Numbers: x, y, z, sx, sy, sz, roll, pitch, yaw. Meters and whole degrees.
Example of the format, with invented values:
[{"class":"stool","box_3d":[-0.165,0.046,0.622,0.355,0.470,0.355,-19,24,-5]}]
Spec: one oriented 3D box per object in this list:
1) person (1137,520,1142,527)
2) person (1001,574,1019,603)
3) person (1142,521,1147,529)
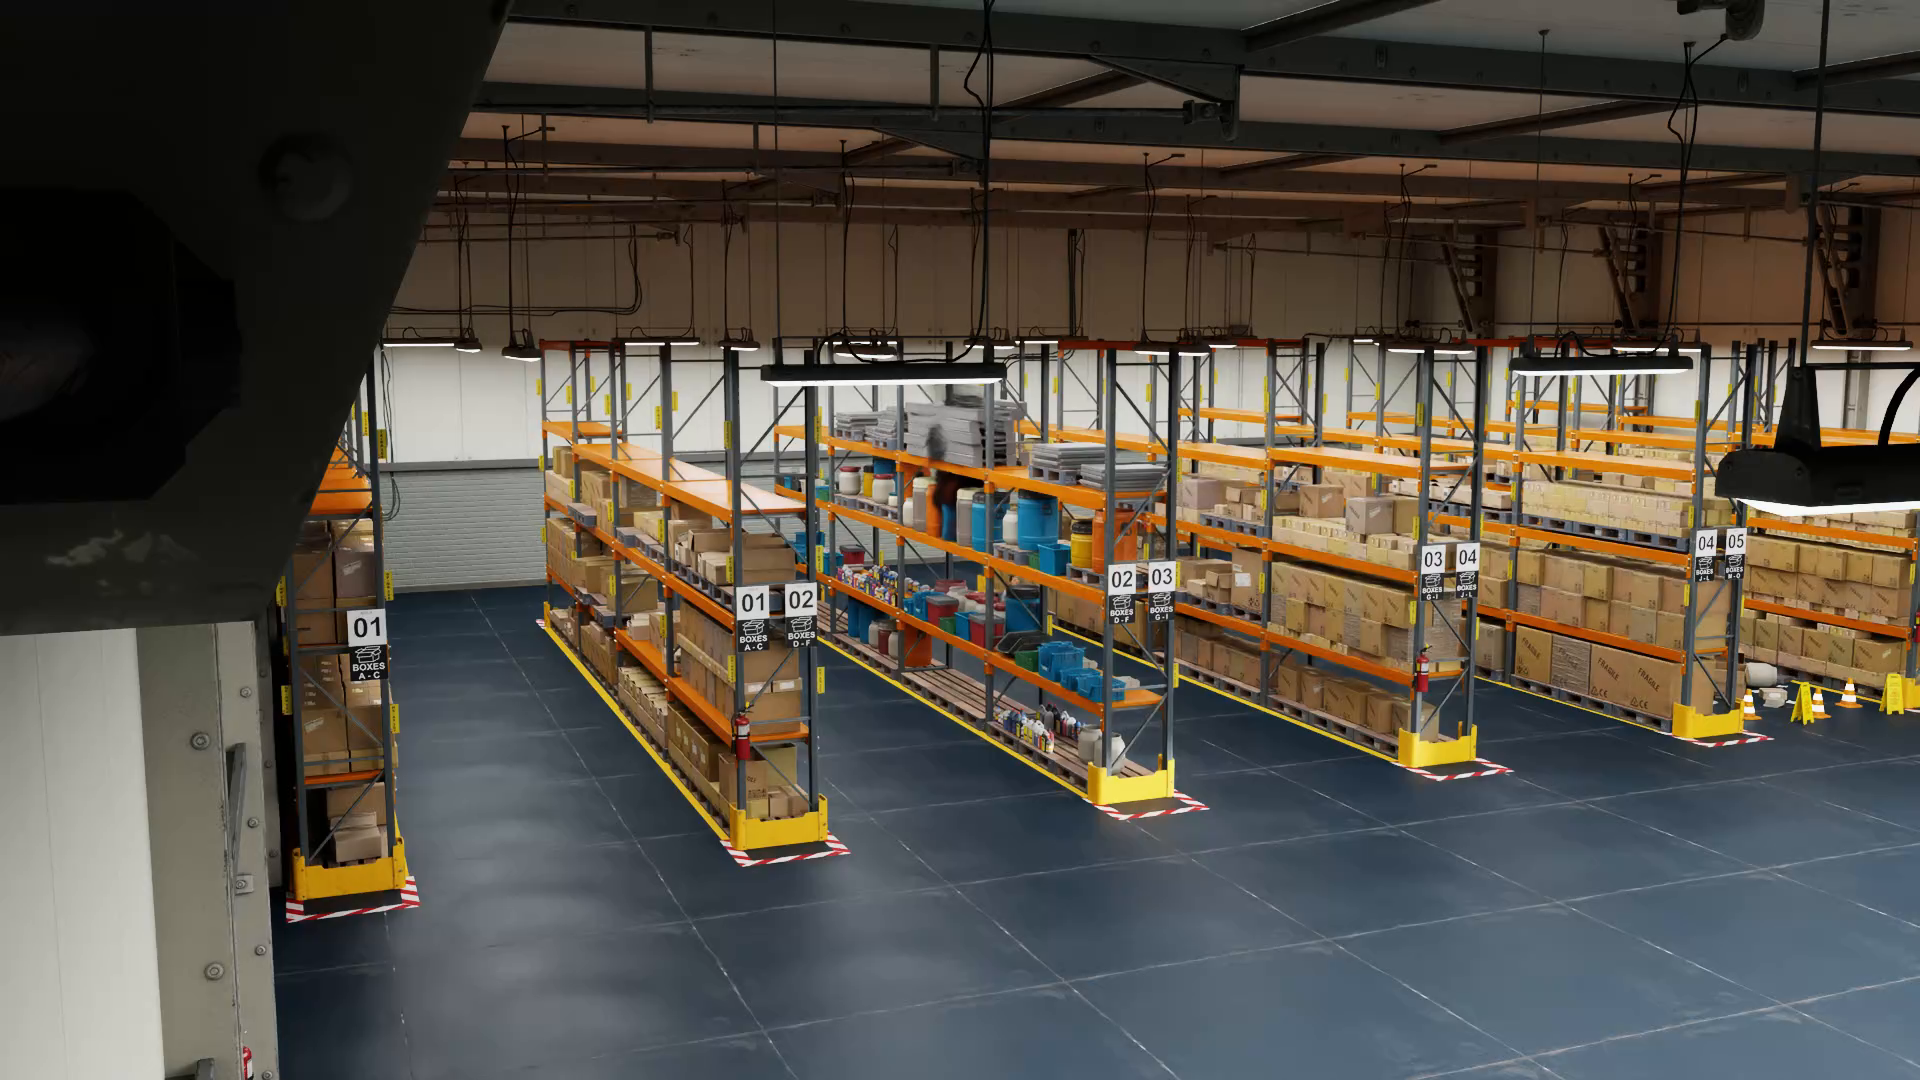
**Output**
[{"class":"person","box_3d":[4.229,0.339,39.503,0.720,1.742,0.629,0,7,1]},{"class":"person","box_3d":[1.002,1.347,30.617,0.579,1.474,0.634,-3,8,-24]},{"class":"person","box_3d":[4.345,0.211,40.509,0.553,1.681,0.995,2,8,17]}]
